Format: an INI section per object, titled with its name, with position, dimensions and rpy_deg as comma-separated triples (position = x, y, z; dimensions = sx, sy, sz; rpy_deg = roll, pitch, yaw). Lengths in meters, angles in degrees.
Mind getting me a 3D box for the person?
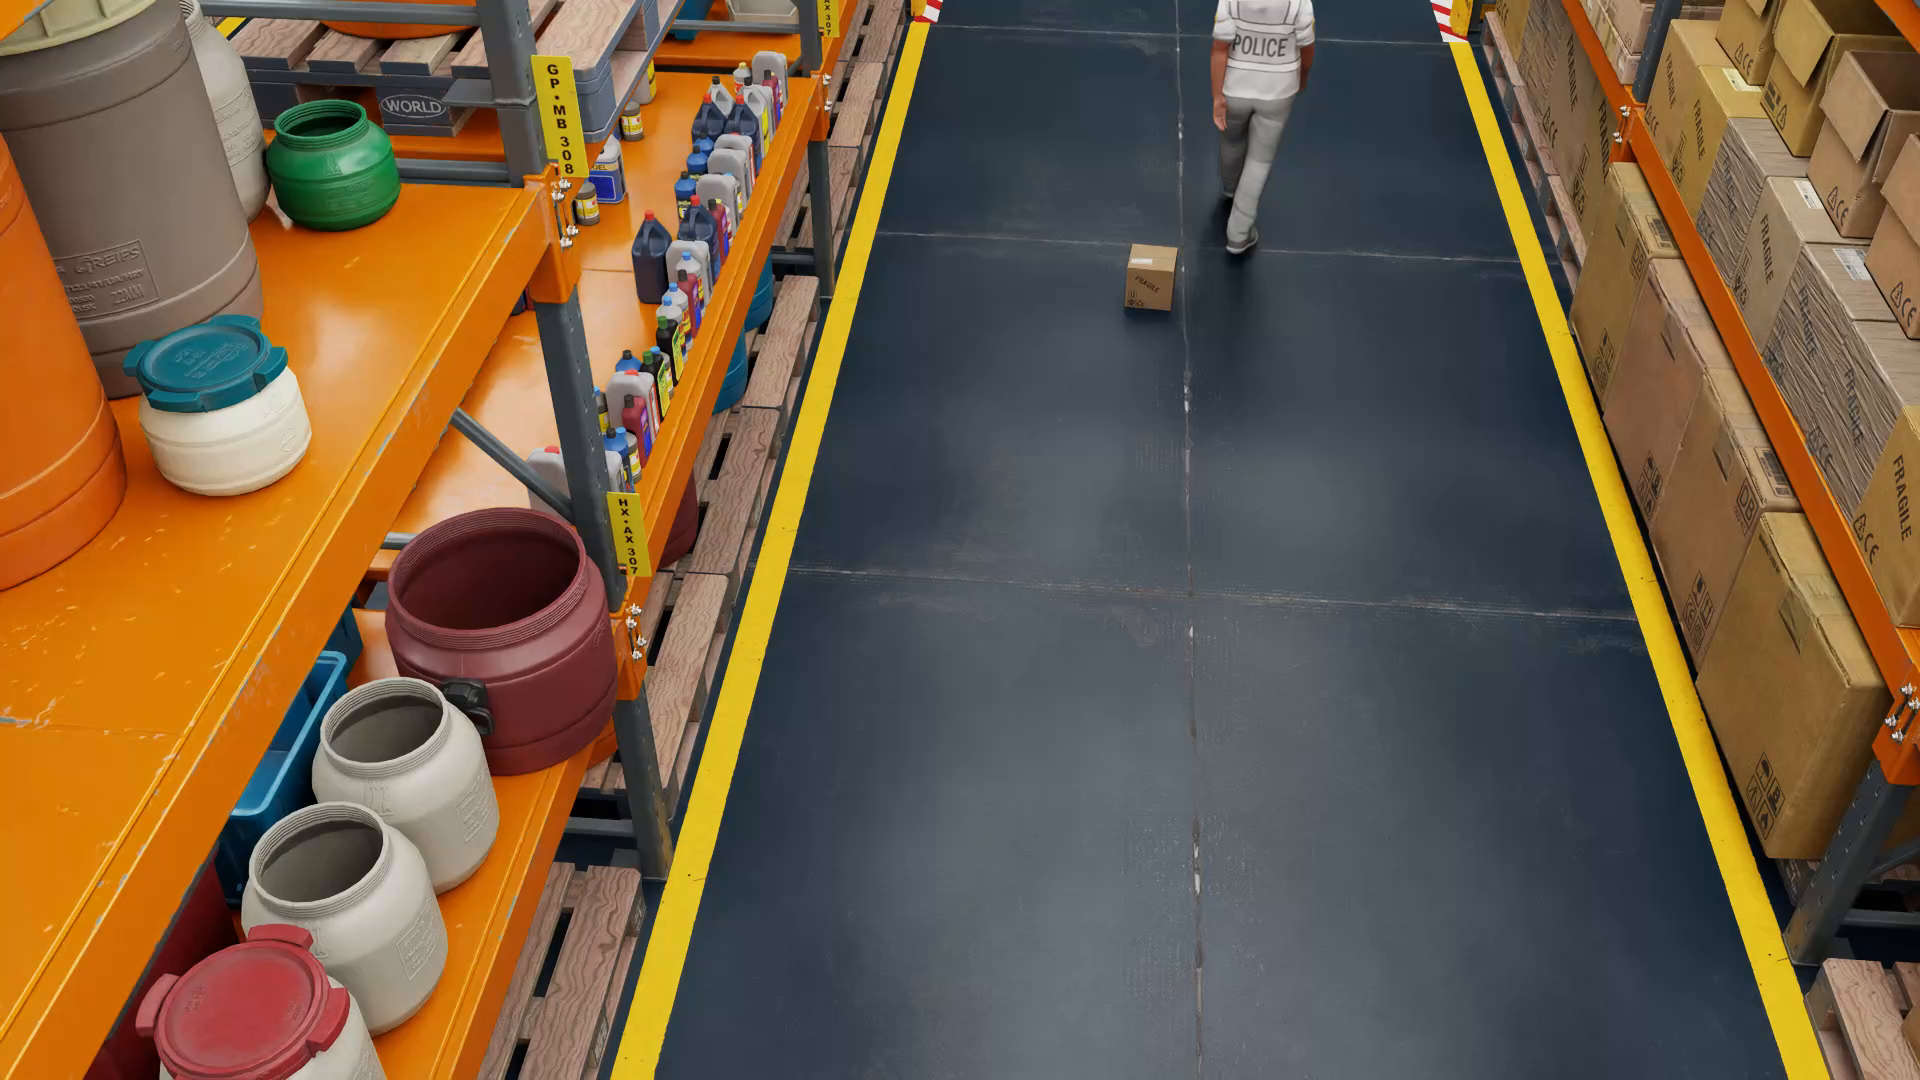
[person]
position = 1.664, -2.545, 9.166
dimensions = 0.531, 1.724, 1.007
rpy_deg = 13, 41, 15
